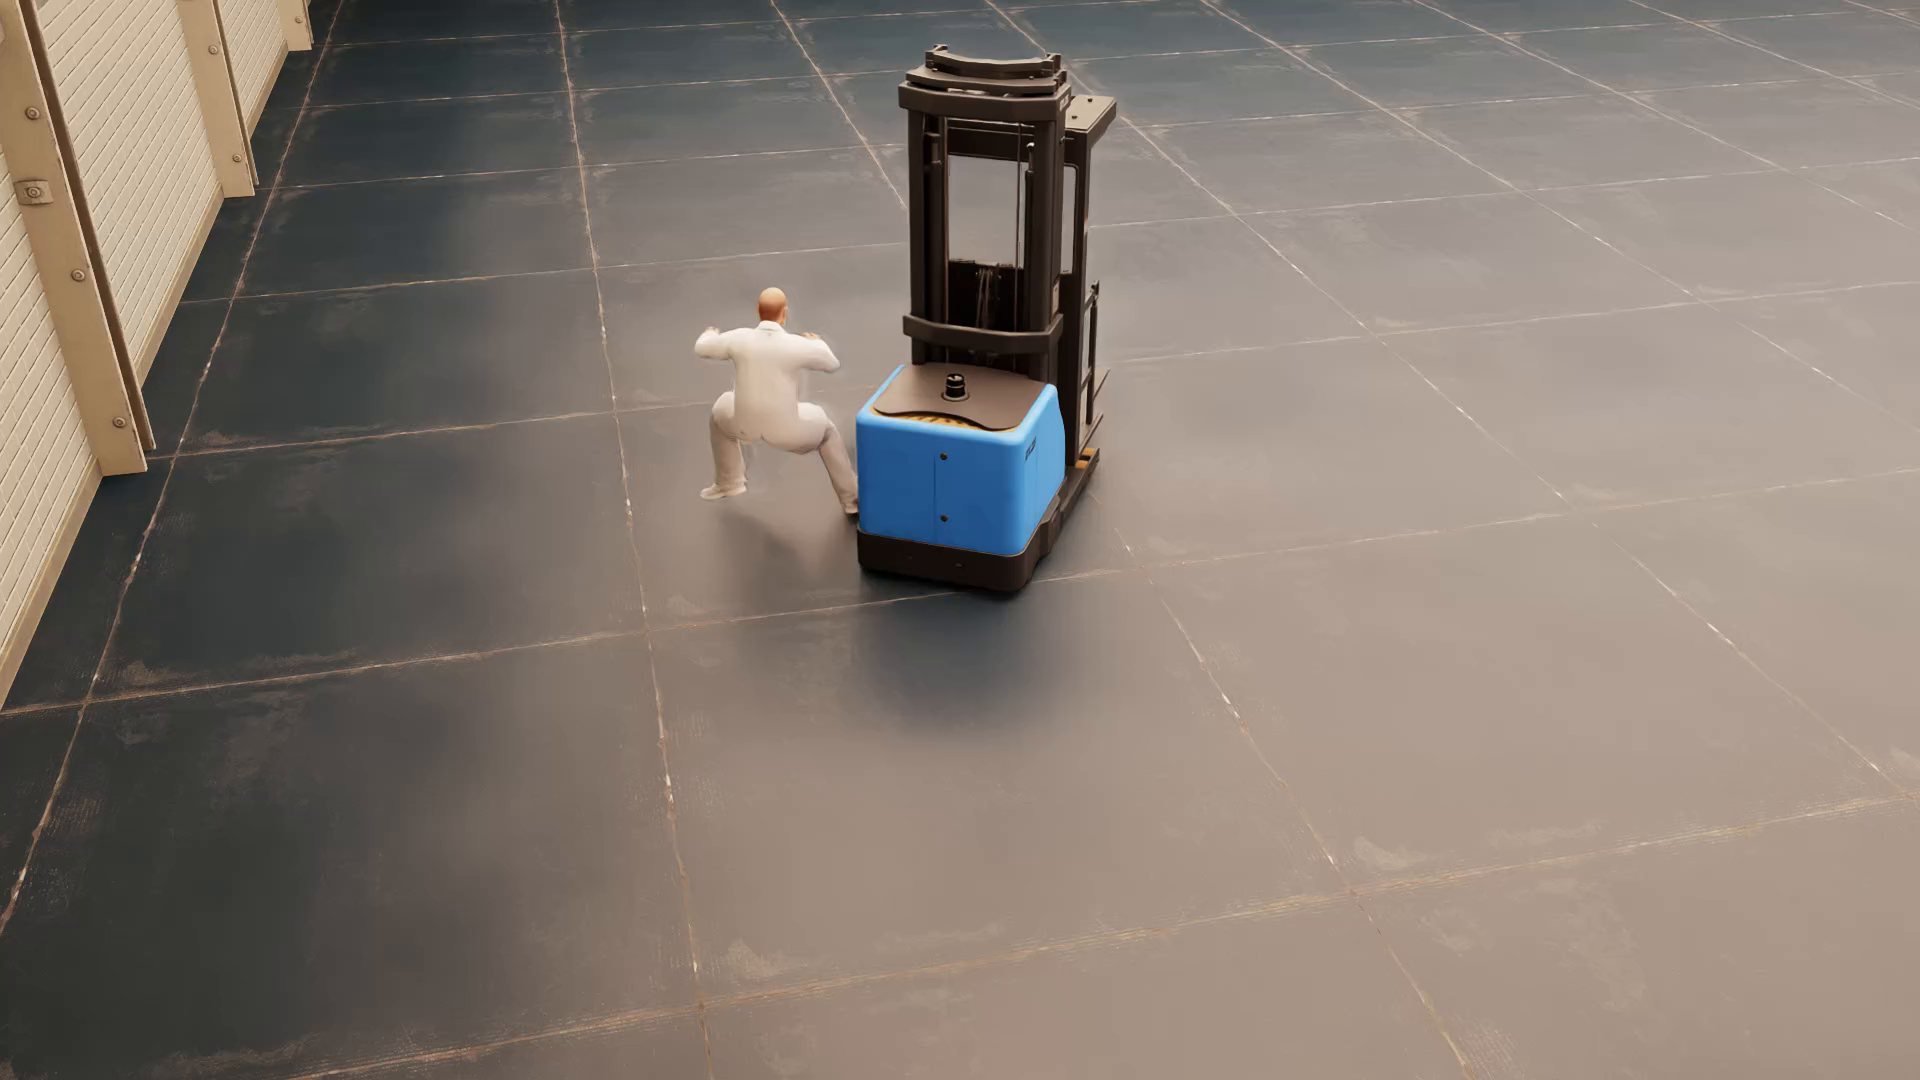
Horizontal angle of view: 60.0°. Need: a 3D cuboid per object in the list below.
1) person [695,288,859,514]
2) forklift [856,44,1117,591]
[{"bbox_3d":[-1.163,-0.906,10.474,1.065,1.515,0.771,5,30,8],"label":"person"},{"bbox_3d":[0.315,-1.691,10.495,1.130,2.935,3.031,9,31,15],"label":"forklift"}]
